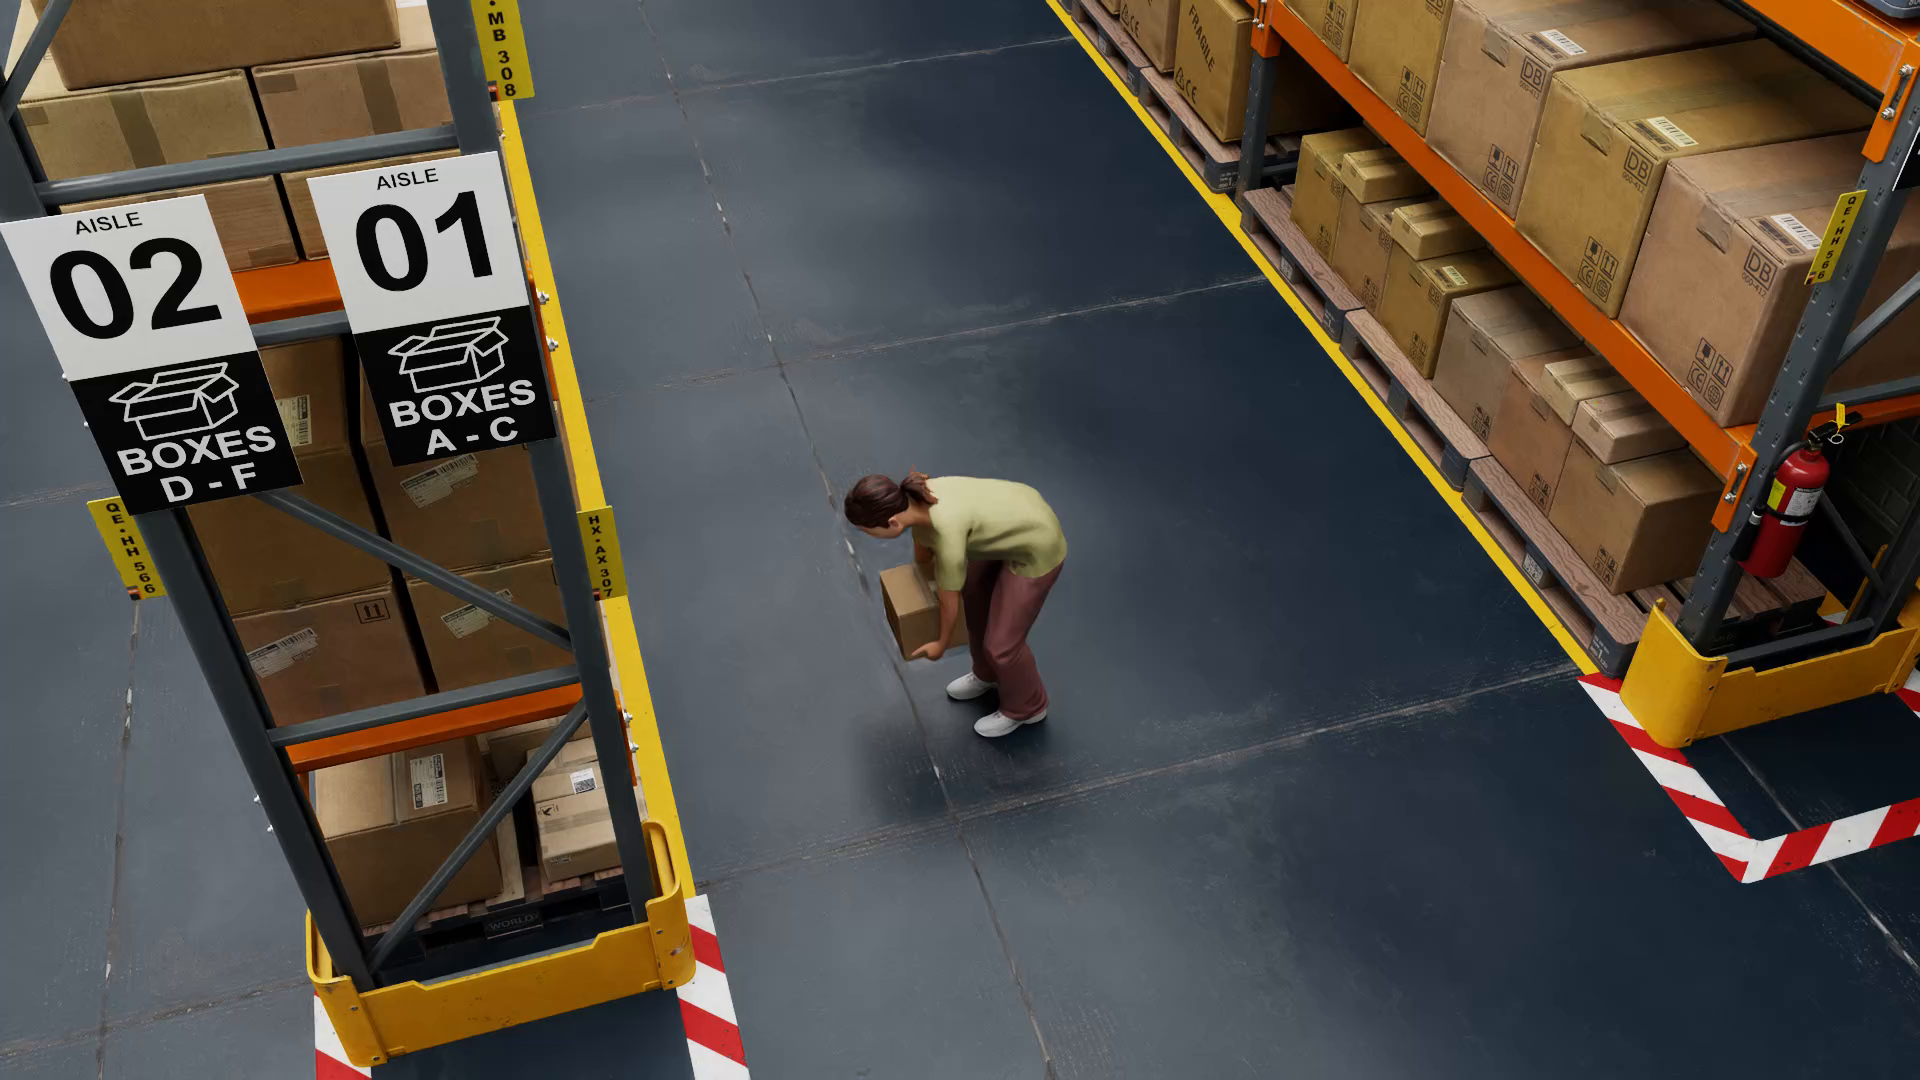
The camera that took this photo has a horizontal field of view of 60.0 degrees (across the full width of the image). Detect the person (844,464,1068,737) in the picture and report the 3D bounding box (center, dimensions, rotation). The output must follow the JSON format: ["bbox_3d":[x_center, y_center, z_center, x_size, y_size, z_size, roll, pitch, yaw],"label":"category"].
[{"bbox_3d":[-0.013,0.216,6.199,0.813,1.311,0.403,-13,44,-14],"label":"person"}]
